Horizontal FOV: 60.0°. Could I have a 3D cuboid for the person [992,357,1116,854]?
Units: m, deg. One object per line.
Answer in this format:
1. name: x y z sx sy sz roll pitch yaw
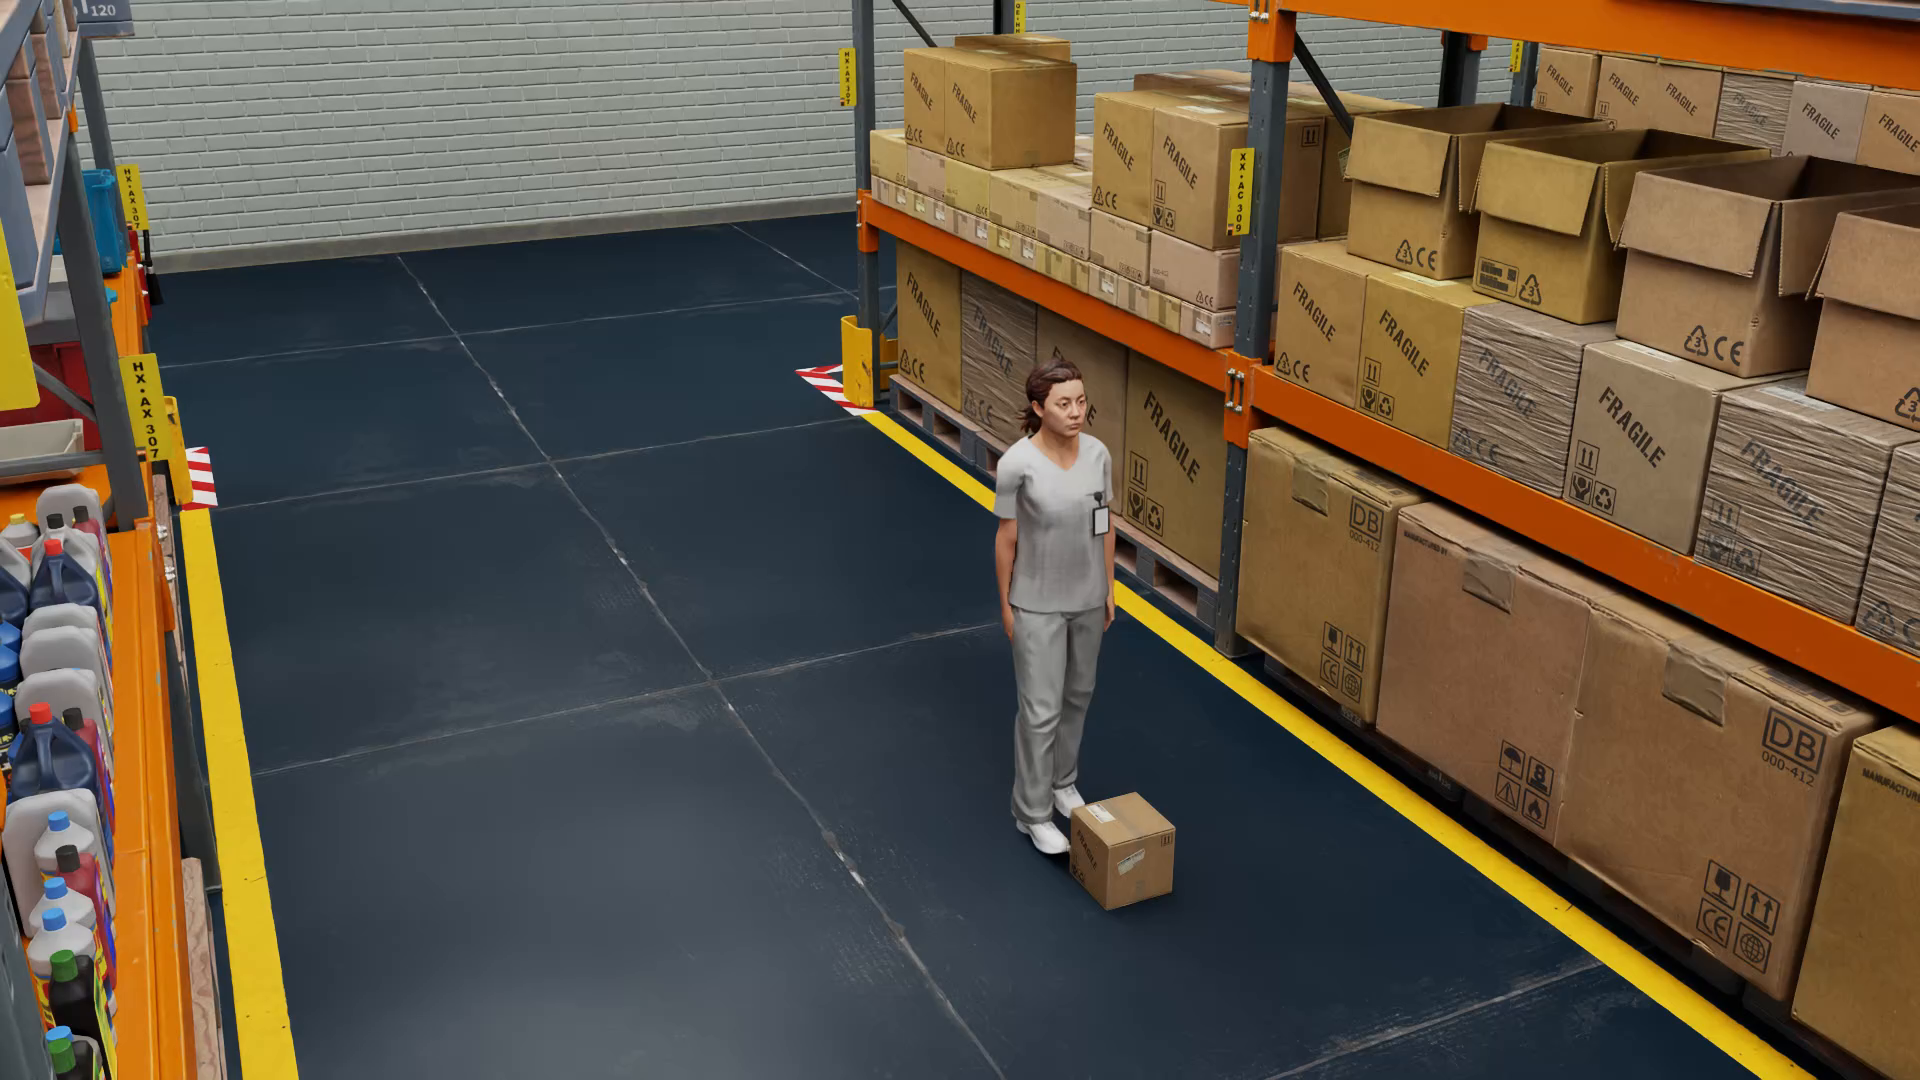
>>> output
1. person: 0.342 0.222 5.572 0.441 1.675 0.519 -10 24 -23
